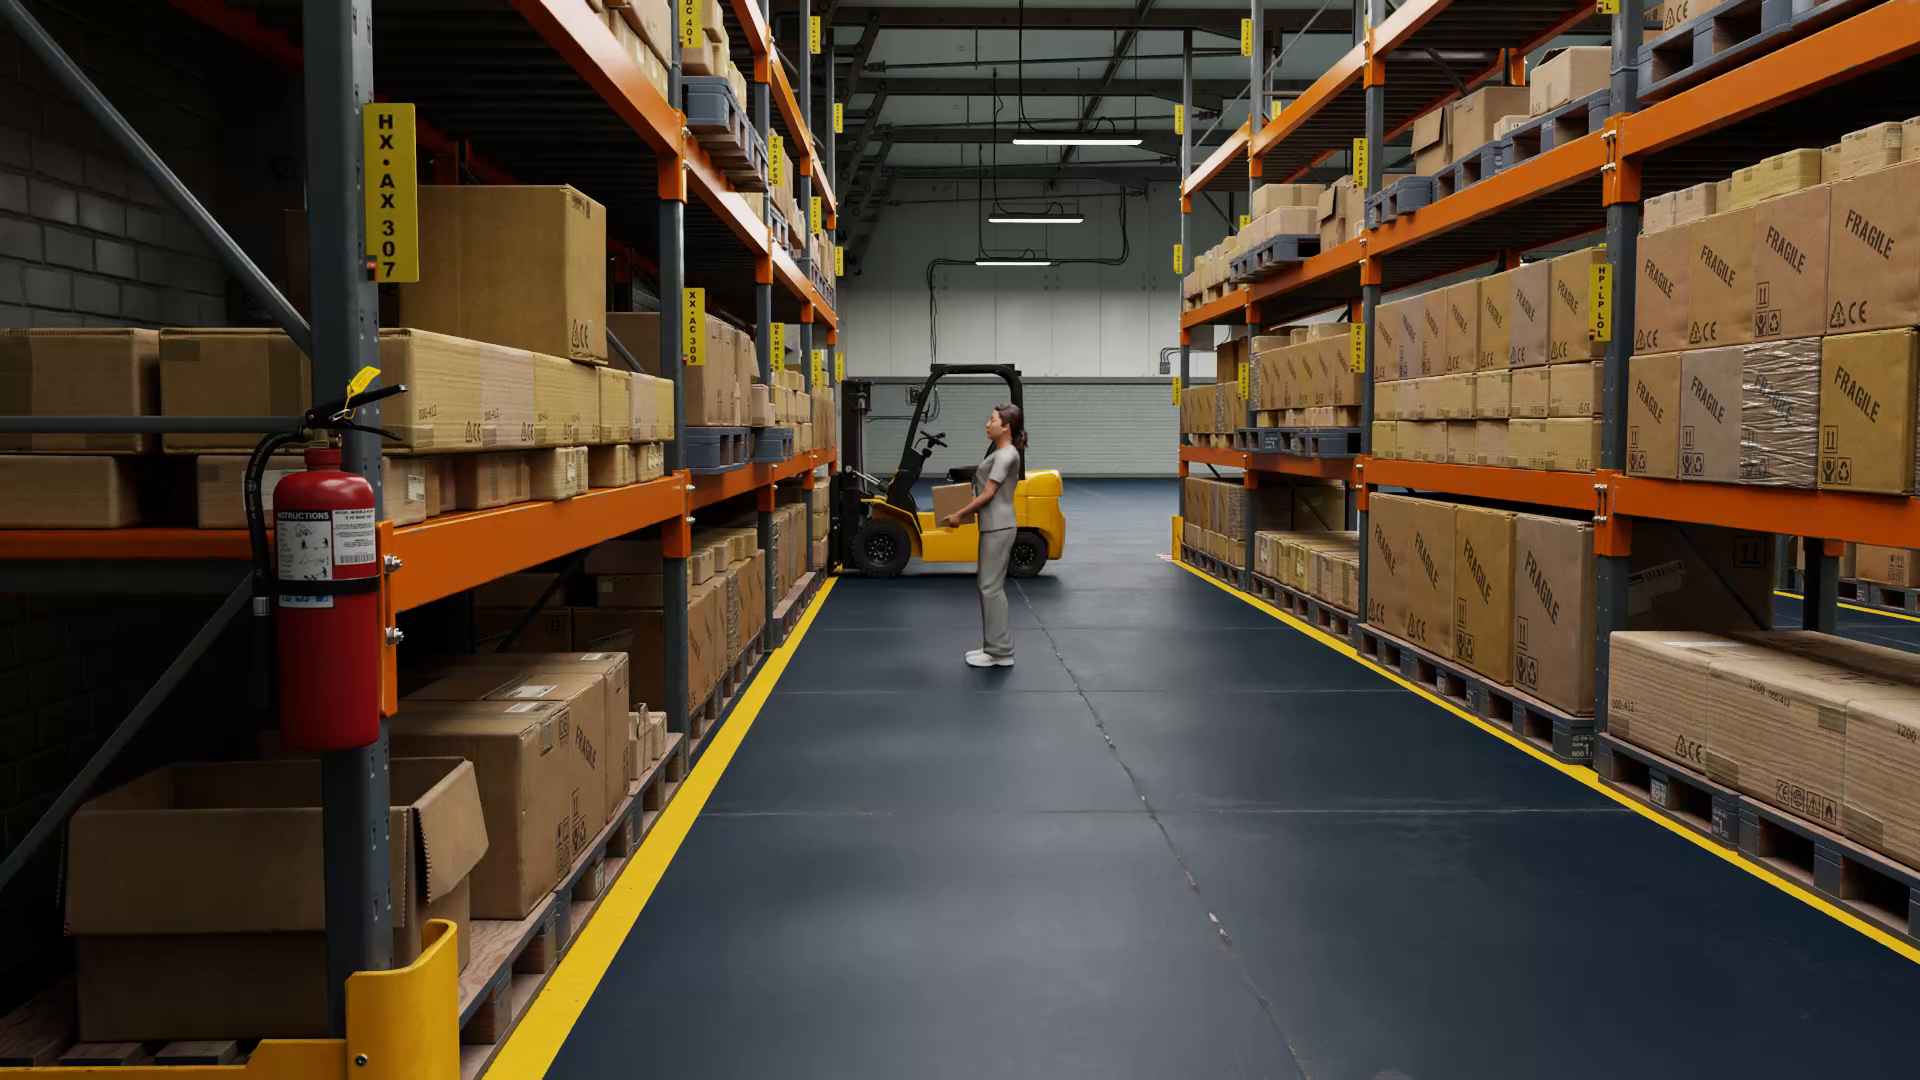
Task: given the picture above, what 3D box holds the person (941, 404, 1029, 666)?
[{"bbox_3d":[0.160,-0.037,10.597,0.562,1.662,0.437,0,4,-1],"label":"person"}]
